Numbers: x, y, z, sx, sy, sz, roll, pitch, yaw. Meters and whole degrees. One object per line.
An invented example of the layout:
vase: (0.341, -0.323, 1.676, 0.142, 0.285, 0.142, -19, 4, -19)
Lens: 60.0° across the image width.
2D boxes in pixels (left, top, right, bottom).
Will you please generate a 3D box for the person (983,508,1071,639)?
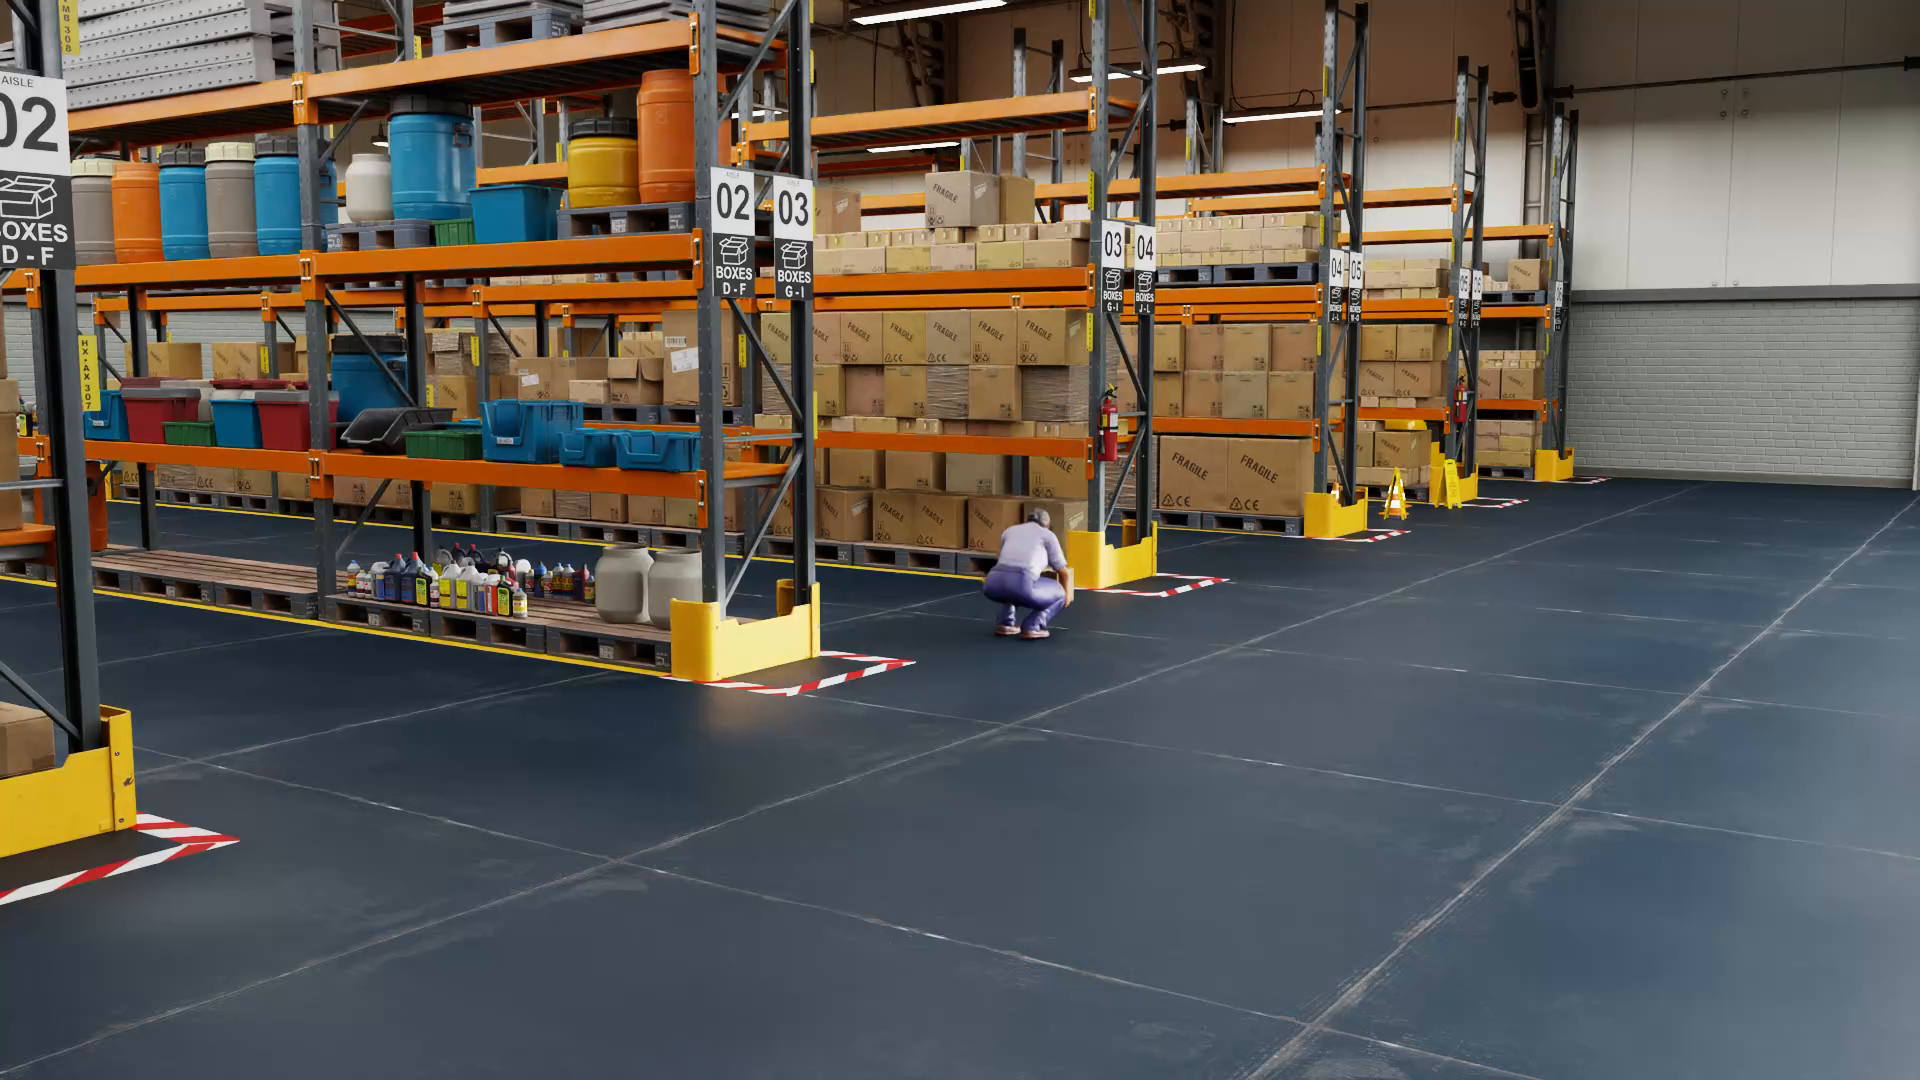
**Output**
person: (0.497, 0.243, 12.212, 0.528, 0.924, 0.829, 4, 8, 34)
